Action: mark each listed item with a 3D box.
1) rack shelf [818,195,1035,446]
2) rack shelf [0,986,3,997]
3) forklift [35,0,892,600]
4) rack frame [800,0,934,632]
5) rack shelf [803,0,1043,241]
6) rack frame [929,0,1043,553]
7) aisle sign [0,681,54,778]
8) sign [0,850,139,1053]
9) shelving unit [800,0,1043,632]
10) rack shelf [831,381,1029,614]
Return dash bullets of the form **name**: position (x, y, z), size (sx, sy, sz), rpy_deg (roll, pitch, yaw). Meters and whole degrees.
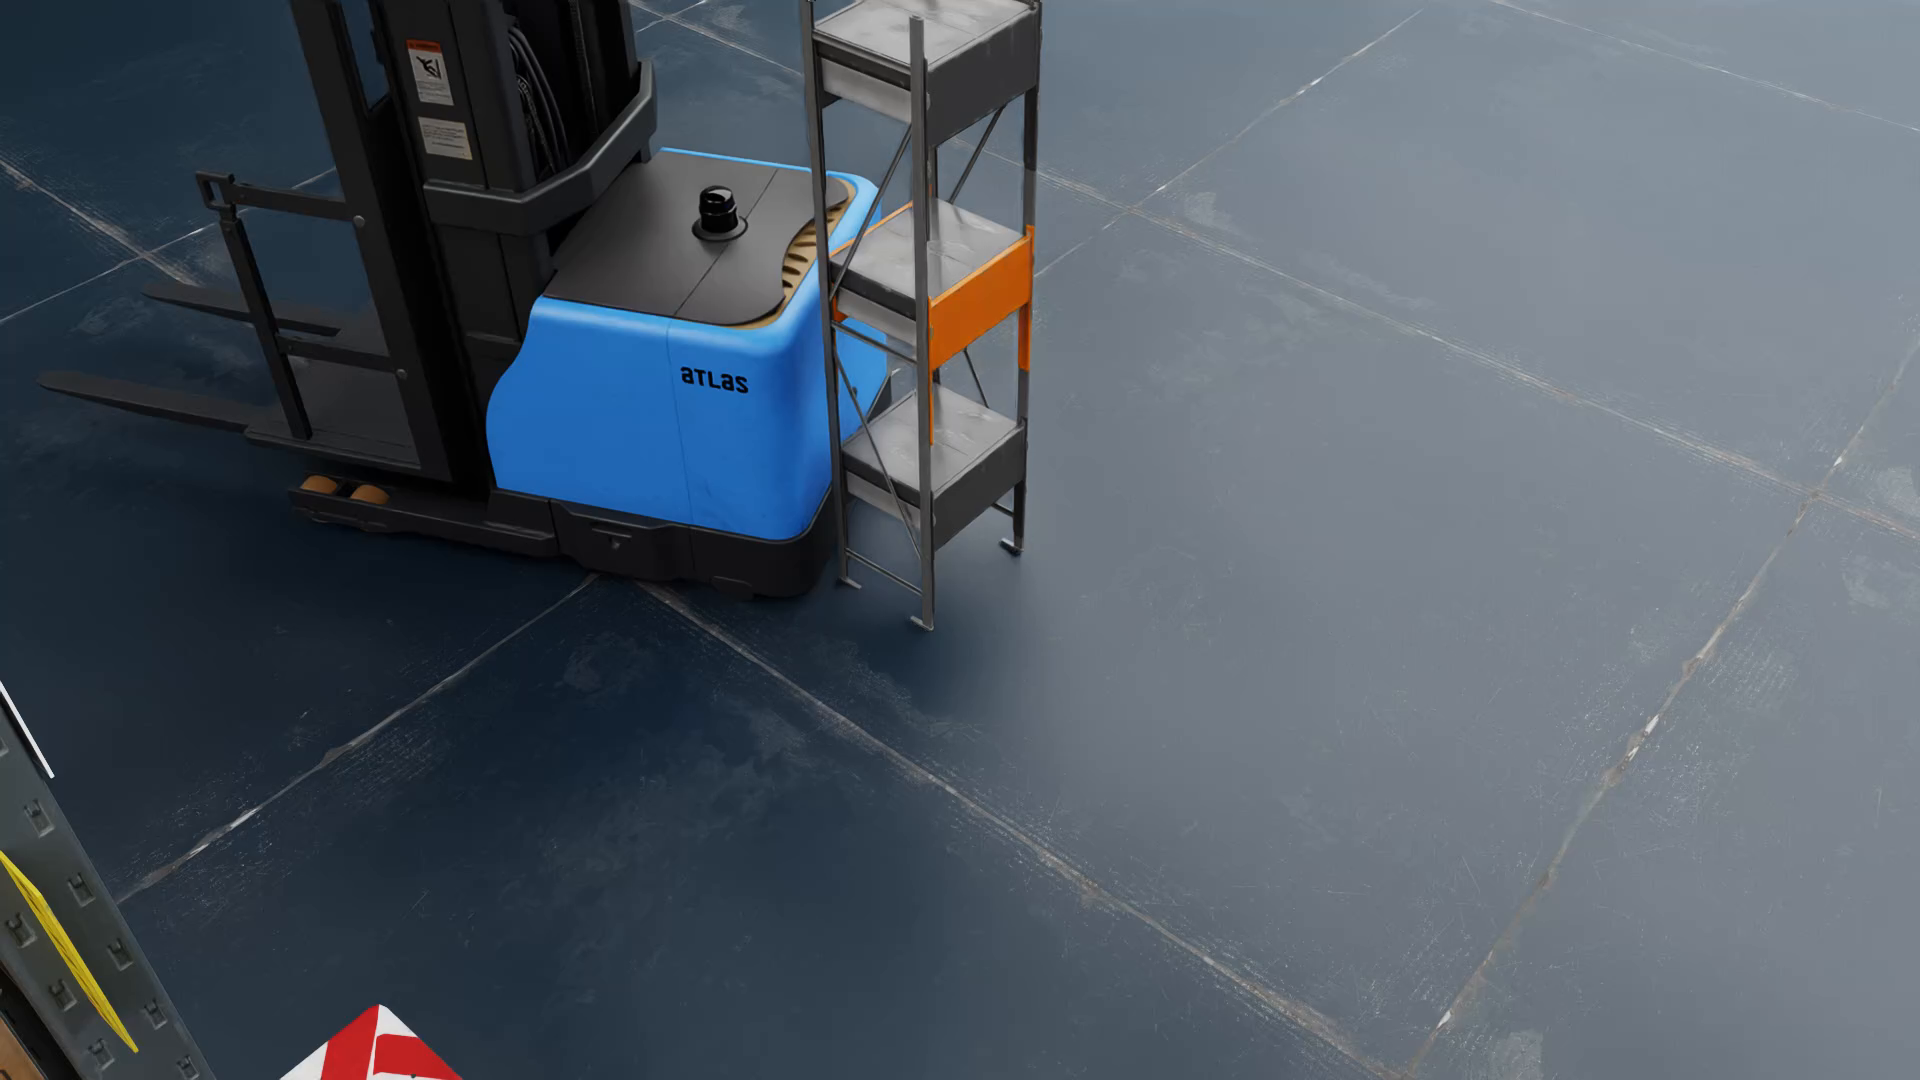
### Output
- **rack shelf**: position (-0.094, -0.681, 4.958), size (0.431, 0.518, 0.480), rpy_deg (28, 49, 28)
- **rack shelf**: position (-2.738, 2.056, 1.794), size (1.077, 0.370, 4.000), rpy_deg (29, 50, 28)
- **forklift**: position (-1.822, -1.439, 5.154), size (3.031, 2.935, 1.130), rpy_deg (11, 43, 11)
- **rack frame**: position (-0.247, -0.563, 4.809), size (0.400, 2.100, 0.015), rpy_deg (28, 49, 28)
- **rack shelf**: position (-0.095, -1.199, 4.487), size (0.431, 0.518, 0.480), rpy_deg (28, 49, 28)
- **rack frame**: position (0.058, -0.819, 5.090), size (0.400, 2.100, 0.015), rpy_deg (28, 49, 28)
- **aisle sign**: position (-1.175, -0.108, 1.707), size (0.394, 0.787, 0.004), rpy_deg (29, 50, 28)
- **sign**: position (-1.044, 0.486, 1.949), size (0.100, 0.325, 0.005), rpy_deg (29, 50, 28)
- **shelving unit**: position (-0.094, -0.691, 4.949), size (0.431, 2.100, 0.503), rpy_deg (28, 49, 28)
- **rack shelf**: position (-0.094, -0.164, 5.430), size (0.431, 0.518, 0.480), rpy_deg (28, 49, 28)
